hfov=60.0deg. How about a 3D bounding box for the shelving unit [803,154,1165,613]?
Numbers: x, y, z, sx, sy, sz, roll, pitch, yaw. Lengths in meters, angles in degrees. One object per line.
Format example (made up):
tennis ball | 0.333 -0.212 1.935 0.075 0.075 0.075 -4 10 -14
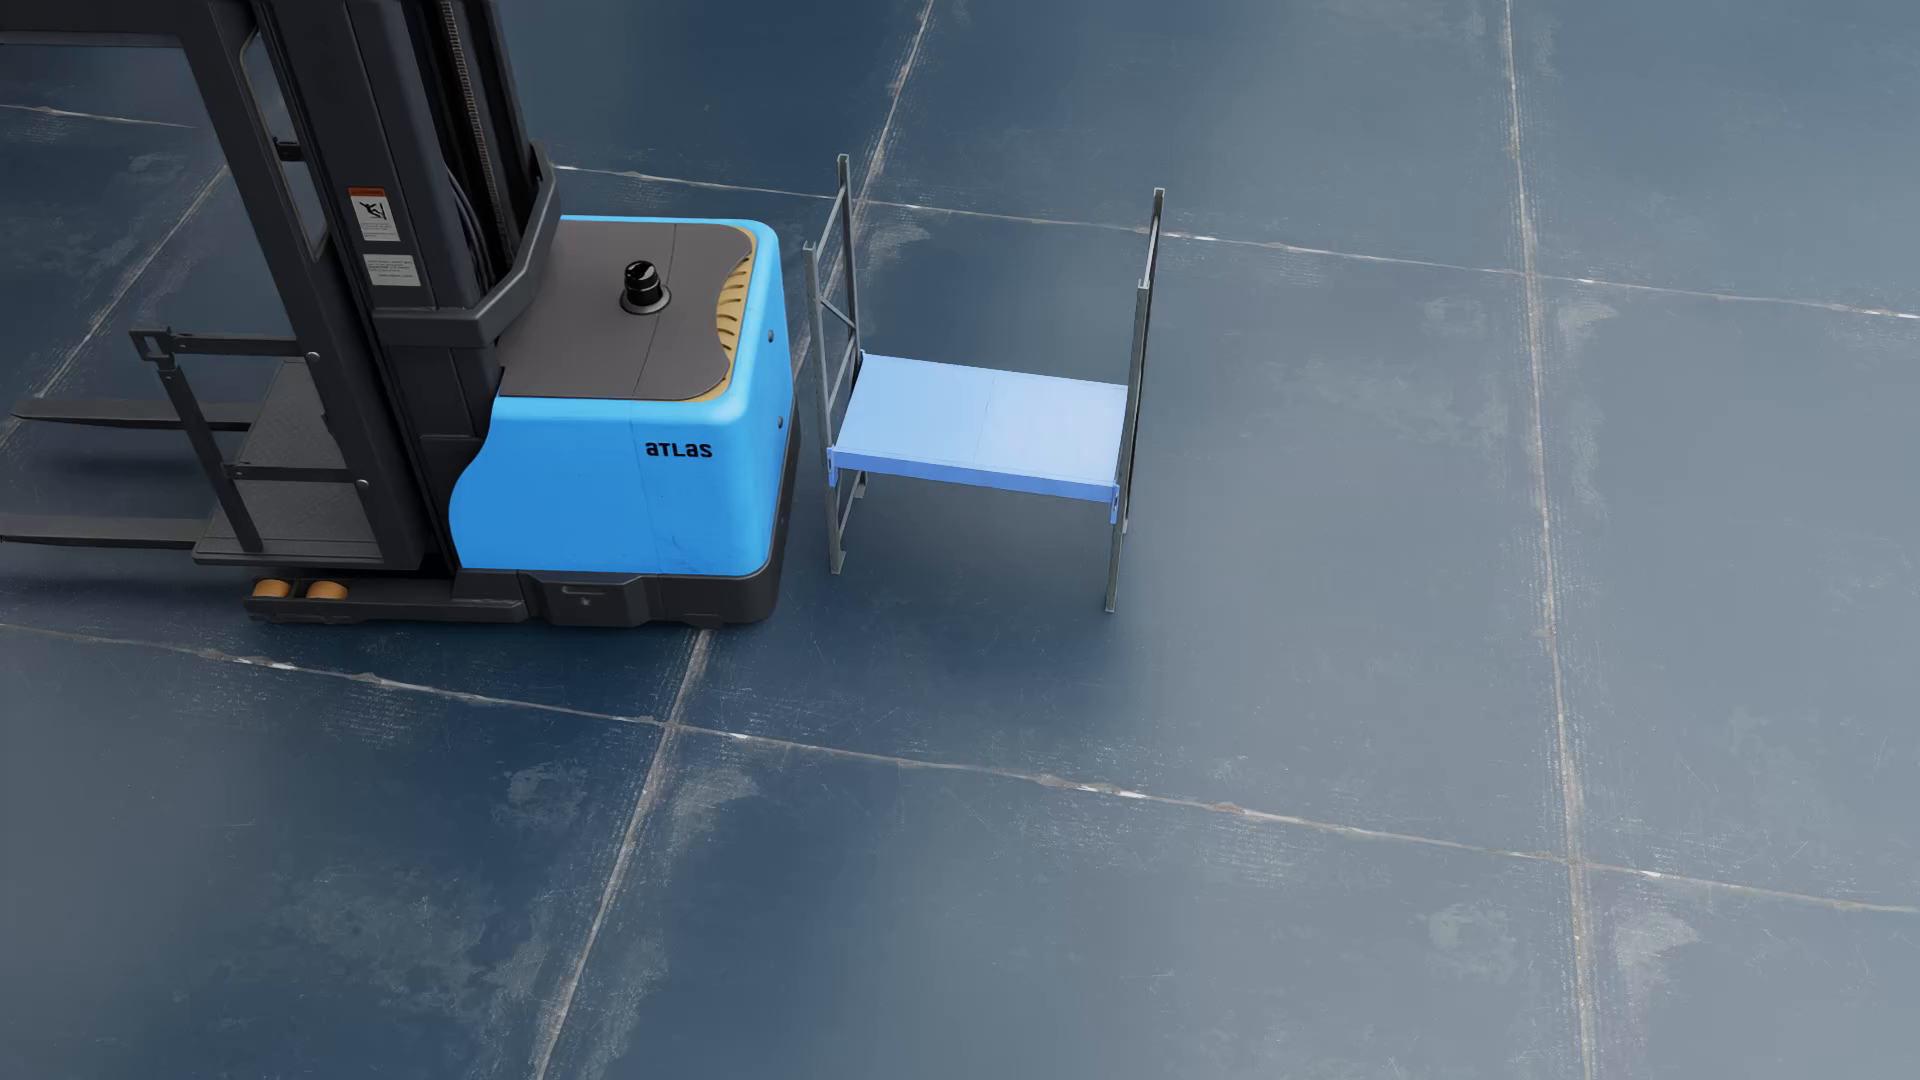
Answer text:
shelving unit | 0.084 -0.490 5.682 1.048 1.500 0.538 8 49 7

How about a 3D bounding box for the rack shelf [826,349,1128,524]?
rack shelf | 0.084 -0.370 5.816 1.000 0.185 0.538 8 49 7

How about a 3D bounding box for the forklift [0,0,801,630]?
forklift | -2.152 -1.069 5.240 3.031 2.935 1.130 2 48 2

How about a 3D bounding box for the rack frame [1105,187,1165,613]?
rack frame | 0.584 -0.423 5.622 0.032 1.500 0.500 8 49 7

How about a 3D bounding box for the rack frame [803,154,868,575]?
rack frame | -0.416 -0.557 5.742 0.032 1.500 0.500 8 49 7
